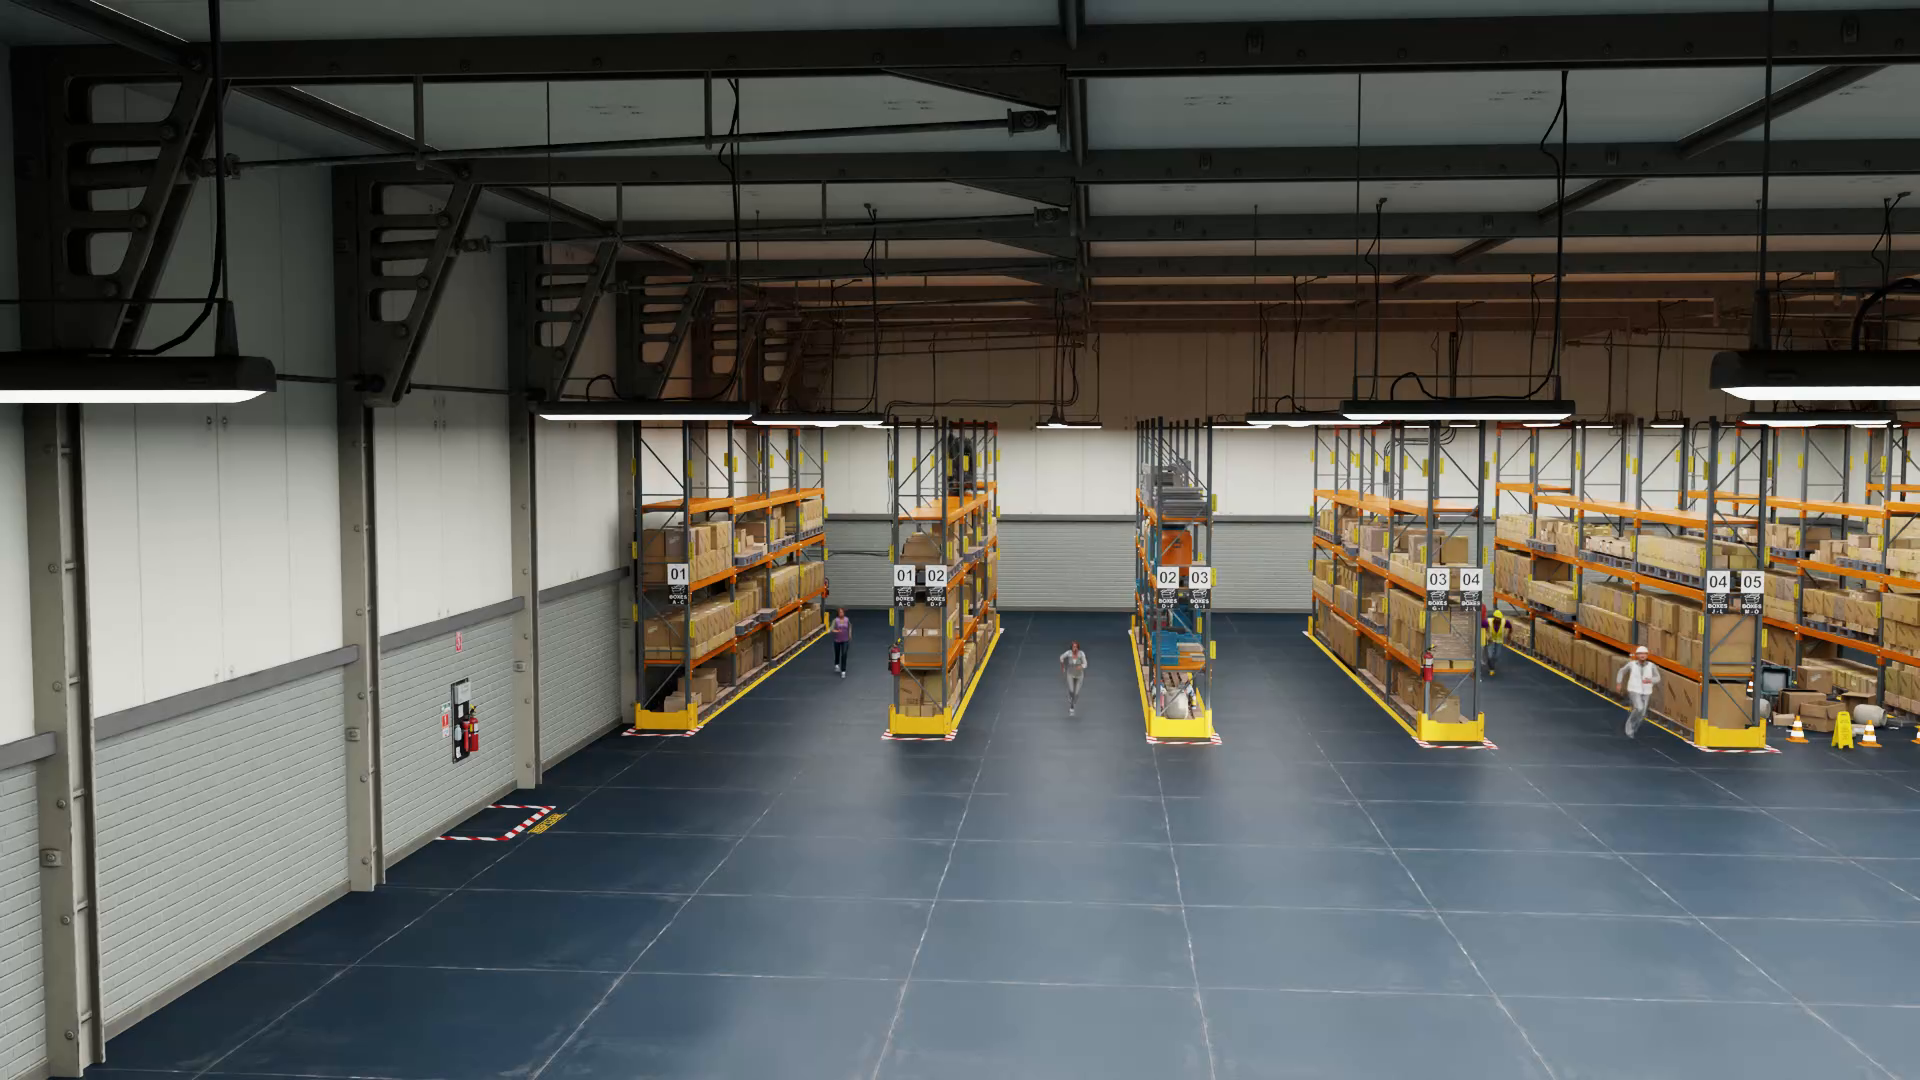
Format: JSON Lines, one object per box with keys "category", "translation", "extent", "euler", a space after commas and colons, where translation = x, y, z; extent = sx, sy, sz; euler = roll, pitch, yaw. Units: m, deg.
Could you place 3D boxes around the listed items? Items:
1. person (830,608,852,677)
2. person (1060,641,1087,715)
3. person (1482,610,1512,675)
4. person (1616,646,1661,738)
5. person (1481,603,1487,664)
{"category": "person", "translation": [-2.781, 2.367, 38.835], "extent": [0.537, 1.586, 0.881], "euler": [-1, 4, -12]}
{"category": "person", "translation": [2.289, 2.782, 33.459], "extent": [0.525, 1.526, 0.680], "euler": [0, 4, -2]}
{"category": "person", "translation": [12.564, 2.401, 38.957], "extent": [0.724, 1.575, 0.924], "euler": [0, 4, 7]}
{"category": "person", "translation": [12.654, 2.828, 30.983], "extent": [0.718, 1.713, 0.640], "euler": [0, 4, 0]}
{"category": "person", "translation": [12.792, 2.183, 41.274], "extent": [0.652, 1.705, 0.893], "euler": [0, 4, -6]}
